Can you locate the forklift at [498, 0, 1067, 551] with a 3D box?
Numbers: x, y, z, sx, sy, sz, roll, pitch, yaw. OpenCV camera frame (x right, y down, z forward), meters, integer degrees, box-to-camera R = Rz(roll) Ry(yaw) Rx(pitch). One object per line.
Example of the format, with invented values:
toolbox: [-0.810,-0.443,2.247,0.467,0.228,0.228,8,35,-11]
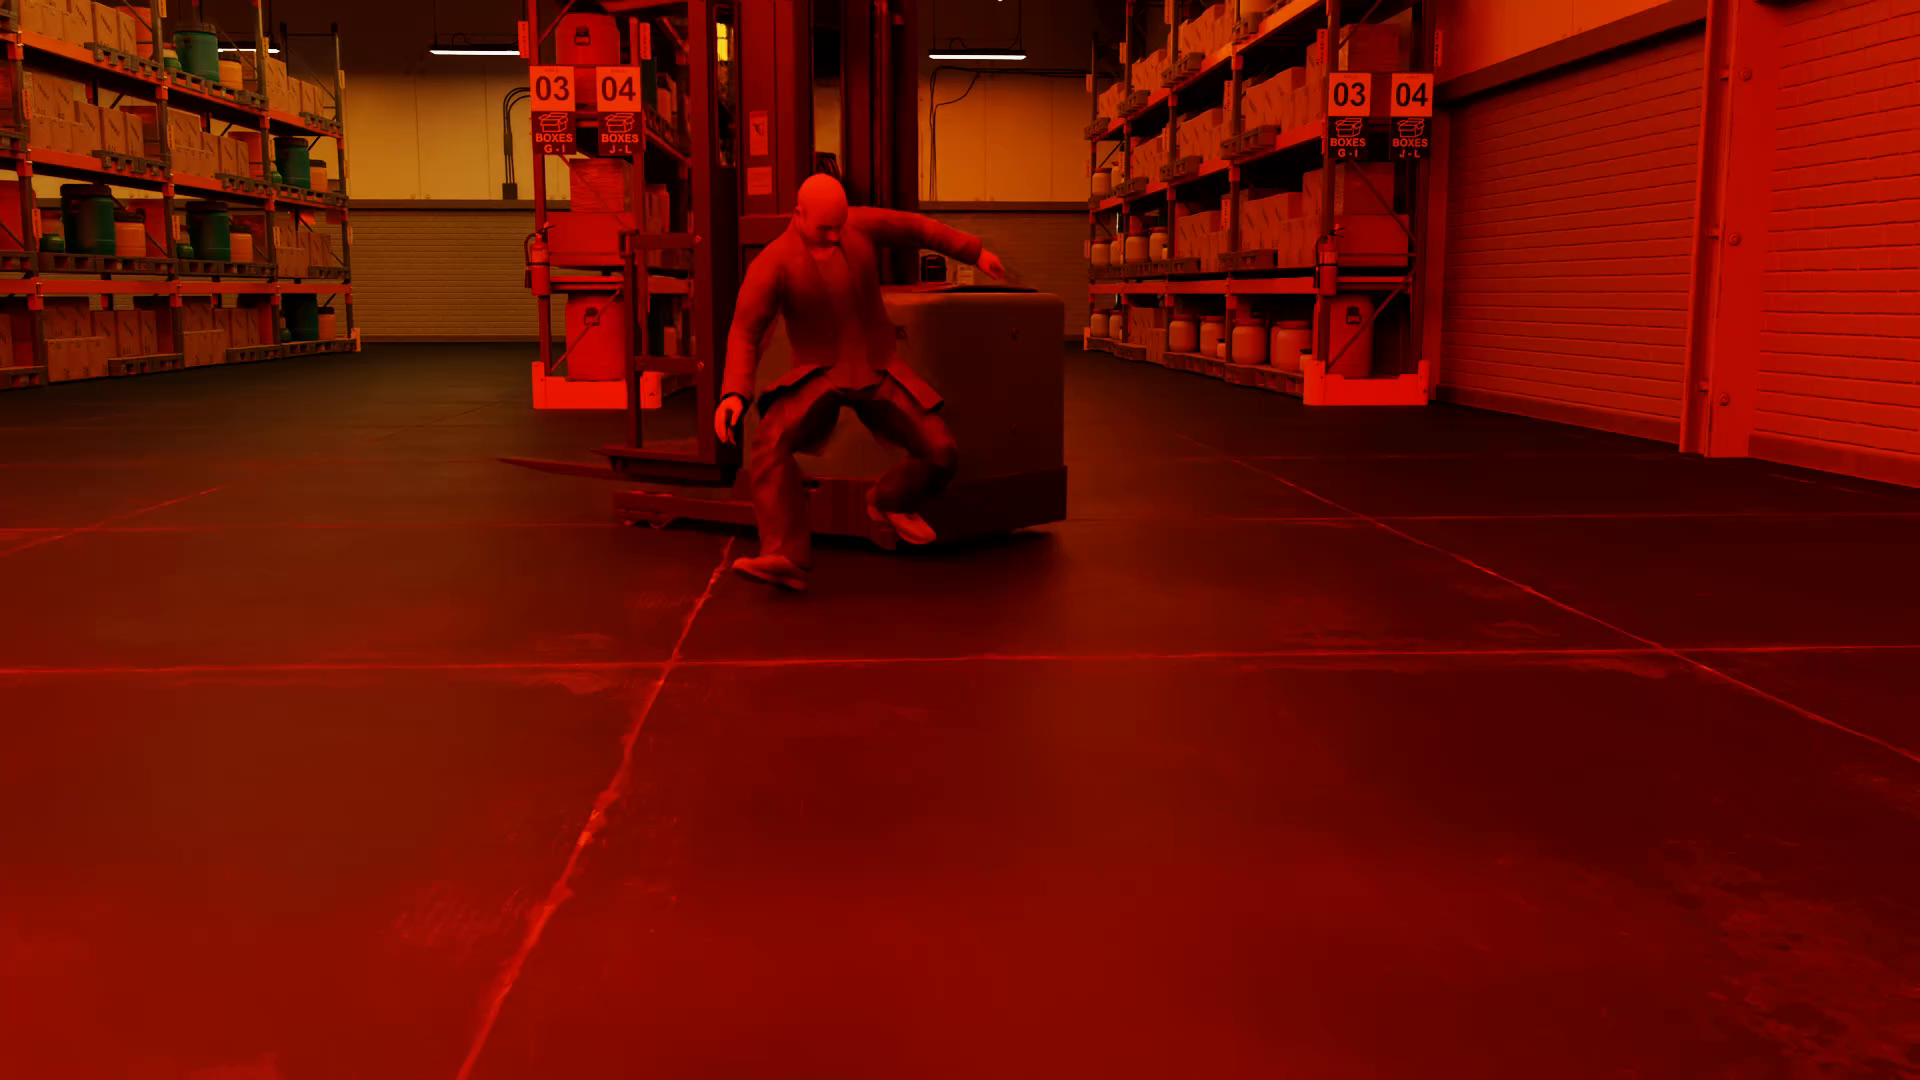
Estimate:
forklift: [-0.999,-1.555,7.801,3.031,2.935,1.130,6,11,37]

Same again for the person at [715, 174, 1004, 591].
person: [-0.364,-0.596,6.289,1.231,1.508,0.787,-3,9,-19]
